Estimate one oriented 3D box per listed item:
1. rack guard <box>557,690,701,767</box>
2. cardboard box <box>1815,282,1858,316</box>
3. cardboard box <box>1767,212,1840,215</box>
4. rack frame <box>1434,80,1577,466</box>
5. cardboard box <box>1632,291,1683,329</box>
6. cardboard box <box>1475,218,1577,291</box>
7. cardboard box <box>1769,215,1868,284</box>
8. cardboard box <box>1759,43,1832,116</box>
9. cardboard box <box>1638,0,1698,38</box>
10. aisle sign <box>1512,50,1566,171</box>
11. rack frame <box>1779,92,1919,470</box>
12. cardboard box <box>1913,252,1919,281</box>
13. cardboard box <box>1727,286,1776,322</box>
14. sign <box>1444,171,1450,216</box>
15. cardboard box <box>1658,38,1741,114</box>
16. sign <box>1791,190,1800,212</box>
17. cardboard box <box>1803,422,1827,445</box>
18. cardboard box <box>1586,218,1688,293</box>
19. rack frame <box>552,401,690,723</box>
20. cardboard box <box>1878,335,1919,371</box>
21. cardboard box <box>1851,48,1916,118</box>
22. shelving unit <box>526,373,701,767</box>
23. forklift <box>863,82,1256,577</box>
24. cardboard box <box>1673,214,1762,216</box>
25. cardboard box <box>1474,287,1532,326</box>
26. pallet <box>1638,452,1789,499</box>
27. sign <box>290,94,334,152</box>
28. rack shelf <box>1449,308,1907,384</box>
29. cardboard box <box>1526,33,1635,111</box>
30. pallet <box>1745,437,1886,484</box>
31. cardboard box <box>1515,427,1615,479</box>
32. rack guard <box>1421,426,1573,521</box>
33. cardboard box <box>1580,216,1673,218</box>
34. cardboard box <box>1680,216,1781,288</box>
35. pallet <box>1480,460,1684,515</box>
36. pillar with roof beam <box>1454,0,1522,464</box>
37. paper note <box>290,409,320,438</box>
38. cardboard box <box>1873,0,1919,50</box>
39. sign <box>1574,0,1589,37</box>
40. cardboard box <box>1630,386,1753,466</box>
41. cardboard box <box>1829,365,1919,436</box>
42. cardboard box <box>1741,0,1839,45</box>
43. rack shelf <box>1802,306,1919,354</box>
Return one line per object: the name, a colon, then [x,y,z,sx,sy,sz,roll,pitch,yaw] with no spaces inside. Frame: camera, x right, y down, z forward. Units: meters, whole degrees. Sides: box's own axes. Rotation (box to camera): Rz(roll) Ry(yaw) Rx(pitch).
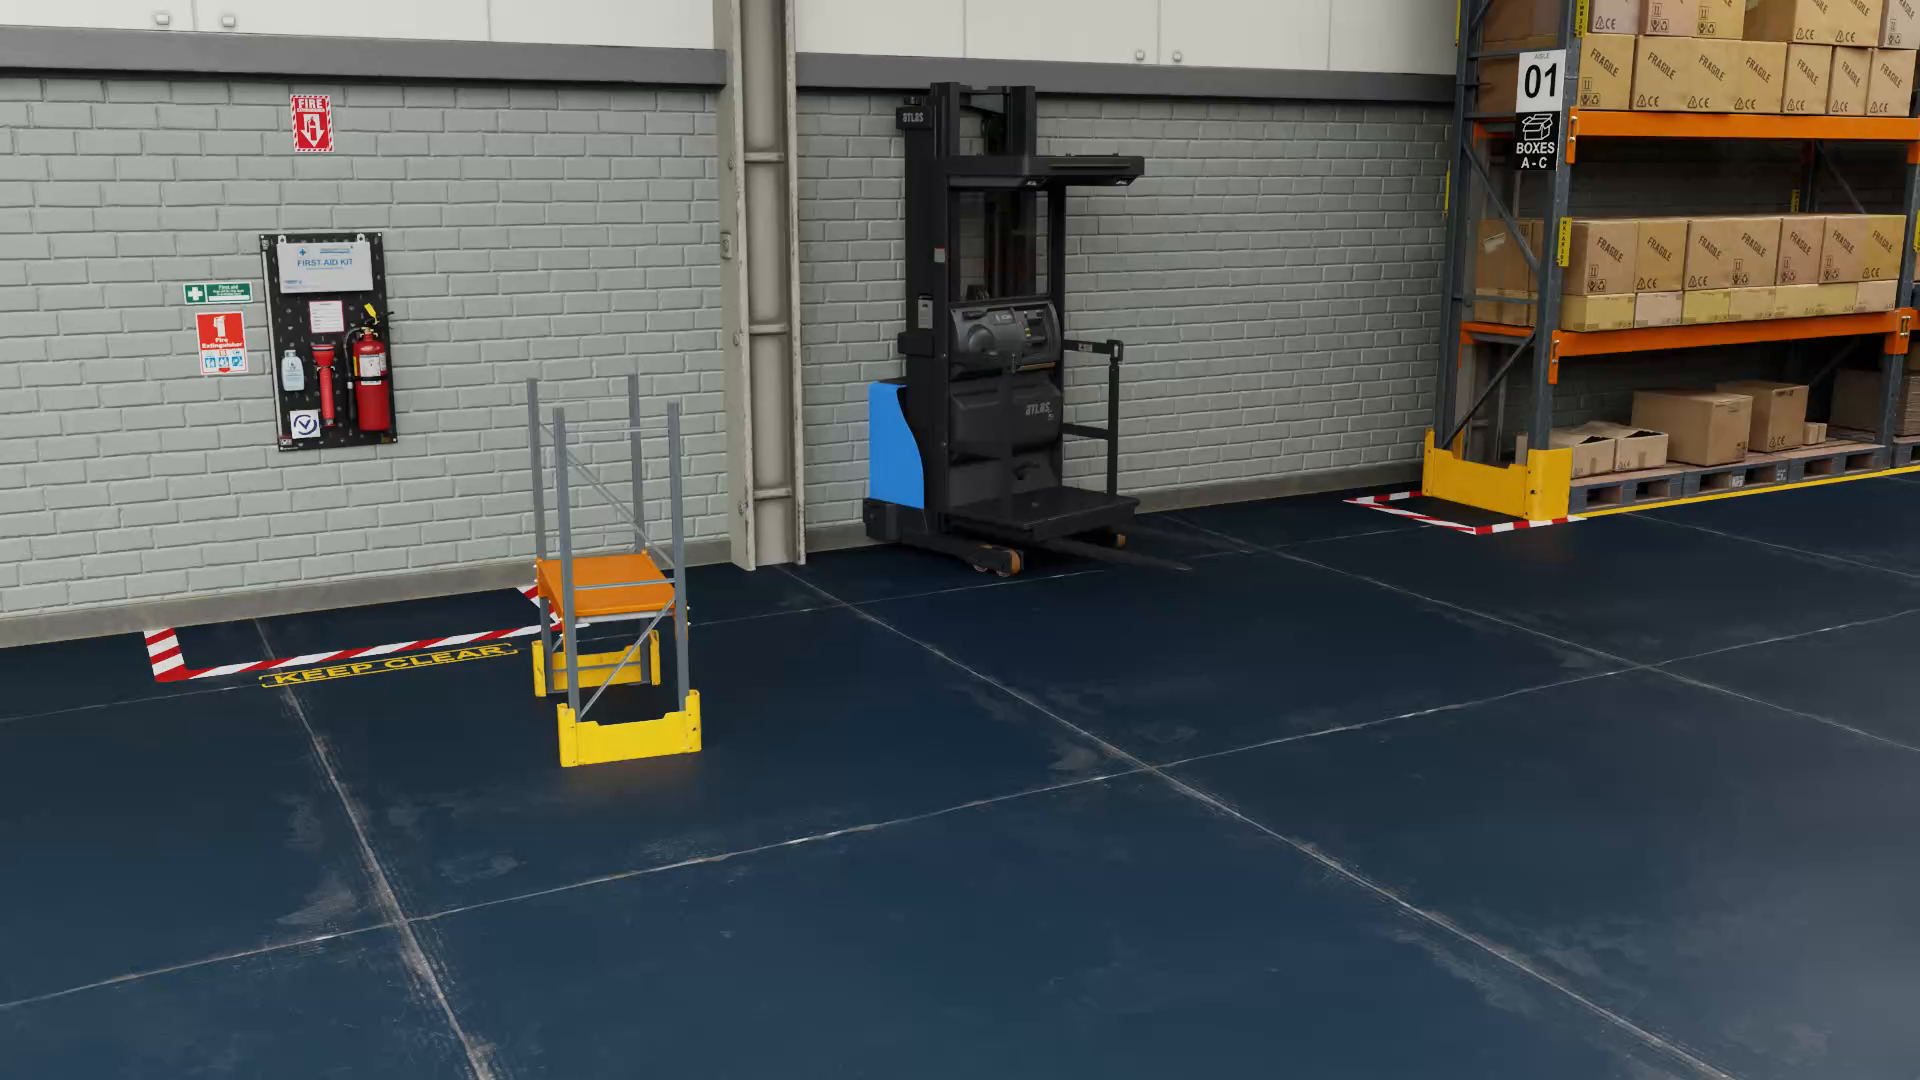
rack guard: [-1.392,0.792,7.019,0.587,0.250,0.087,-5,13,-19]
cardboard box: [6.654,-1.913,13.072,0.500,0.250,0.500,-7,14,-28]
cardboard box: [6.854,-2.428,13.656,0.500,0.500,0.500,-7,15,-29]
rack frame: [3.855,-1.714,11.895,0.127,3.000,1.000,-7,14,-28]
cardboard box: [4.885,-1.698,12.120,0.500,0.250,0.500,-7,15,-30]
cardboard box: [4.167,-2.107,12.229,0.500,0.500,0.500,-7,14,-28]
cardboard box: [6.664,-2.275,12.973,0.500,0.500,0.500,-7,14,-28]
cardboard box: [6.123,-3.440,12.458,0.500,0.500,0.500,-7,15,-30]
cardboard box: [4.774,-3.761,11.606,0.500,0.500,0.500,-7,14,-29]
aisle sign: [3.936,-2.917,11.319,0.004,0.787,0.394,-7,14,-28]
rack frame: [7.366,-2.135,13.765,0.127,3.000,1.000,-7,14,-28]
cardboard box: [7.829,-2.446,13.914,0.500,0.500,0.700,-7,14,-28]
cardboard box: [5.779,-1.804,12.588,0.500,0.250,0.500,-7,14,-27]
sign: [3.607,-2.542,12.218,0.005,0.325,0.100,-7,14,-28]
cardboard box: [5.211,-3.328,11.961,0.500,0.500,0.500,-6,14,-25]
sign: [7.097,-2.807,14.111,0.005,0.325,0.100,-7,14,-28]
cardboard box: [6.911,-0.905,13.752,0.250,0.166,0.380,-9,16,-35]
cardboard box: [4.857,-2.059,12.015,0.500,0.500,0.500,-7,14,-28]
rack frame: [-1.385,0.187,6.864,0.500,1.500,0.032,-5,13,-19]
cardboard box: [8.389,-1.624,14.476,0.500,0.250,0.500,-7,15,-29]
cardboard box: [7.039,-3.556,12.973,0.500,0.500,0.500,-6,14,-26]
shelving unit: [-1.561,0.080,7.338,0.587,1.500,1.083,-5,13,-19]
forklift: [0.443,-1.332,10.353,1.130,2.935,3.031,-12,18,-43]
cardboard box: [5.958,-2.323,13.189,0.500,0.500,0.500,-6,14,-26]
cardboard box: [4.173,-1.737,12.294,0.500,0.250,0.500,-7,14,-27]
pallet: [5.722,-0.568,13.153,1.213,0.211,1.003,-7,14,-28]
sign: [-3.453,-2.220,8.863,0.199,0.298,0.001,-7,14,-28]
rack shelf: [5.611,-1.574,12.909,4.000,0.370,1.077,-7,14,-28]
cardboard box: [4.269,-3.223,11.495,0.500,0.500,0.500,-6,14,-26]
pallet: [6.794,-0.697,13.727,1.213,0.211,1.003,-7,14,-28]
cardboard box: [4.506,-0.673,12.388,0.500,0.311,0.500,-9,15,-34]
rack guard: [3.922,-0.503,12.205,0.348,0.500,1.175,-7,14,-28]
cardboard box: [5.065,-2.214,12.701,0.500,0.500,0.500,-7,15,-29]
cardboard box: [5.761,-2.169,12.503,0.500,0.500,0.500,-6,14,-26]
pallet: [4.652,-0.441,12.586,1.213,0.211,1.003,-7,14,-28]
pillar with roof beam: [6.118,-4.052,8.618,0.400,9.000,9.100,-7,14,-28]
paper note: [-3.587,-0.636,9.109,0.142,0.148,0.016,-7,14,-28]
cardboard box: [7.056,-4.040,12.846,0.500,0.500,0.500,-8,15,-33]
sign: [4.115,-3.500,11.005,0.005,0.325,0.100,-7,14,-28]
cardboard box: [5.674,-0.892,12.934,0.500,0.500,0.700,-8,15,-31]
cardboard box: [8.004,-1.211,14.349,0.500,0.500,0.700,-6,14,-26]
cardboard box: [6.127,-3.923,12.328,0.500,0.500,0.500,-7,15,-30]
rack shelf: [9.122,-1.995,14.779,4.000,0.370,1.077,-7,14,-28]
